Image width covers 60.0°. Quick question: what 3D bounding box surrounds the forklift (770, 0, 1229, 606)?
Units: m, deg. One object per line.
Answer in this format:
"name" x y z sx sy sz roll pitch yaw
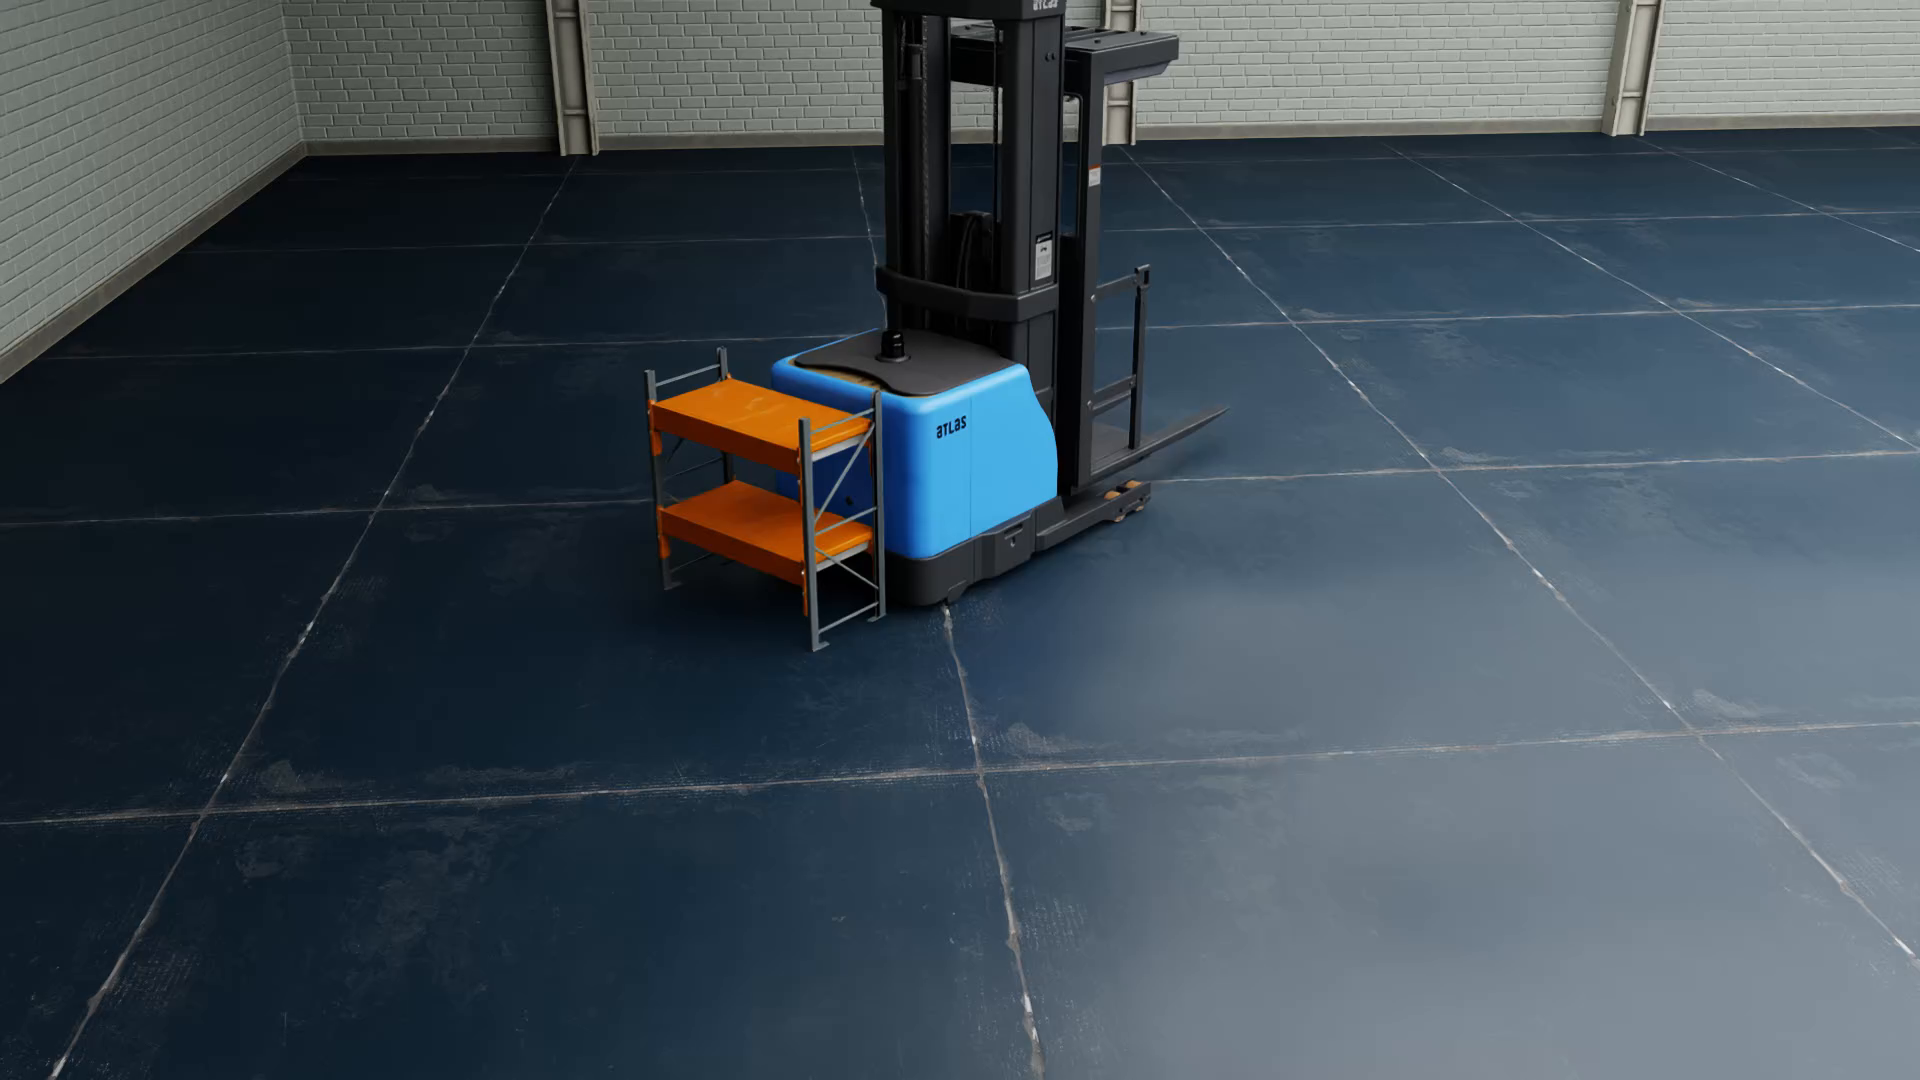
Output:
"forklift" 0.394 -1.553 8.635 1.130 2.935 3.031 19 30 36

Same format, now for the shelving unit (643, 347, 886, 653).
"shelving unit" -0.915 -0.213 7.845 1.048 1.125 0.538 19 30 36

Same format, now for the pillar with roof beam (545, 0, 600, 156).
"pillar with roof beam" -3.775 -6.652 12.637 0.400 9.000 9.100 -2 24 -5

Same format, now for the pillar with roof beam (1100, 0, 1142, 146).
"pillar with roof beam" 2.196 -6.892 13.176 0.400 9.000 9.100 -2 24 -5

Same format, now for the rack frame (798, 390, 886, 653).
"rack frame" -0.524 -0.081 7.547 0.032 1.125 0.500 19 30 36

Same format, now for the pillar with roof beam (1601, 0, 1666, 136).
"pillar with roof beam" 8.167 -7.131 13.715 0.400 9.000 9.100 -2 24 -5

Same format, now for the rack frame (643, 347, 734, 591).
"rack frame" -1.306 -0.345 8.142 0.032 1.125 0.500 19 30 36

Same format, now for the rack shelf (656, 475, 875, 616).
"rack shelf" -0.915 0.010 7.944 1.000 0.278 0.538 19 30 36

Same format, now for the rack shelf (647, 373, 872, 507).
"rack shelf" -0.915 -0.481 7.726 1.000 0.278 0.538 19 30 36
